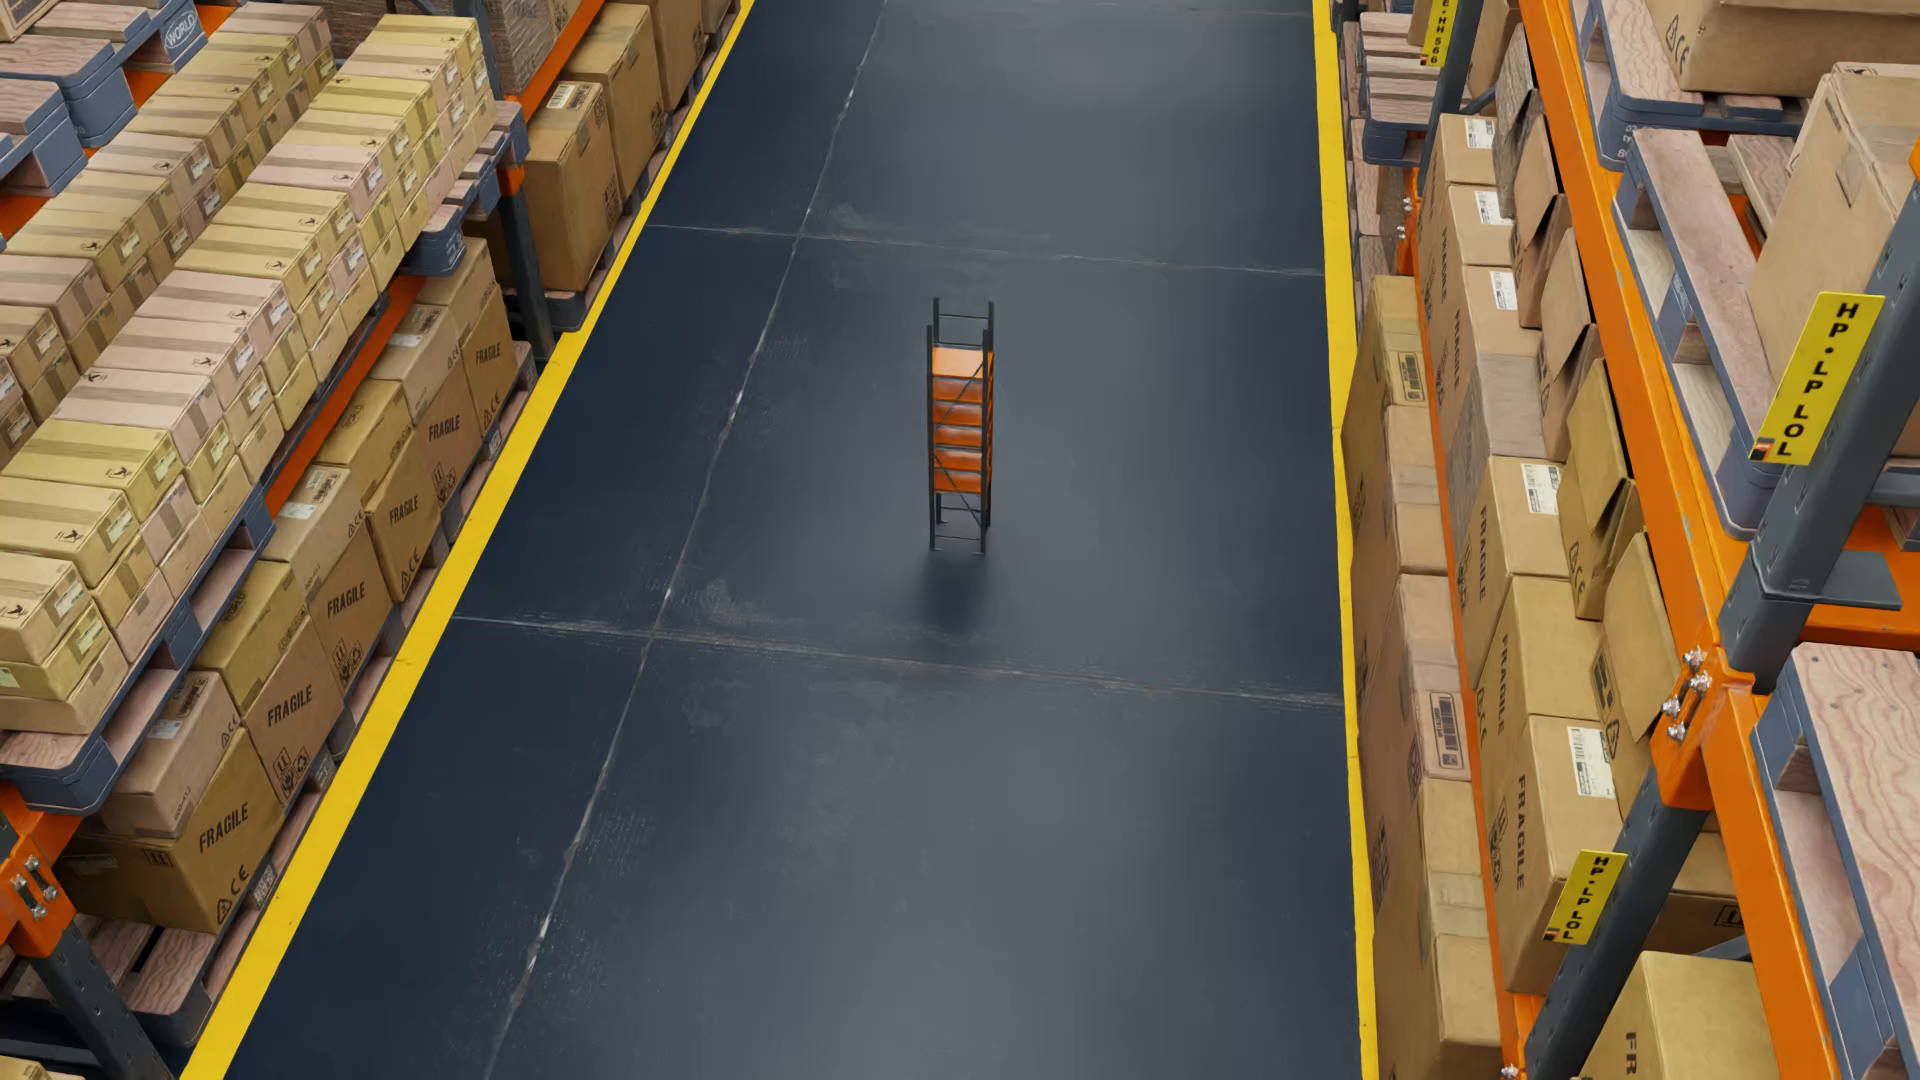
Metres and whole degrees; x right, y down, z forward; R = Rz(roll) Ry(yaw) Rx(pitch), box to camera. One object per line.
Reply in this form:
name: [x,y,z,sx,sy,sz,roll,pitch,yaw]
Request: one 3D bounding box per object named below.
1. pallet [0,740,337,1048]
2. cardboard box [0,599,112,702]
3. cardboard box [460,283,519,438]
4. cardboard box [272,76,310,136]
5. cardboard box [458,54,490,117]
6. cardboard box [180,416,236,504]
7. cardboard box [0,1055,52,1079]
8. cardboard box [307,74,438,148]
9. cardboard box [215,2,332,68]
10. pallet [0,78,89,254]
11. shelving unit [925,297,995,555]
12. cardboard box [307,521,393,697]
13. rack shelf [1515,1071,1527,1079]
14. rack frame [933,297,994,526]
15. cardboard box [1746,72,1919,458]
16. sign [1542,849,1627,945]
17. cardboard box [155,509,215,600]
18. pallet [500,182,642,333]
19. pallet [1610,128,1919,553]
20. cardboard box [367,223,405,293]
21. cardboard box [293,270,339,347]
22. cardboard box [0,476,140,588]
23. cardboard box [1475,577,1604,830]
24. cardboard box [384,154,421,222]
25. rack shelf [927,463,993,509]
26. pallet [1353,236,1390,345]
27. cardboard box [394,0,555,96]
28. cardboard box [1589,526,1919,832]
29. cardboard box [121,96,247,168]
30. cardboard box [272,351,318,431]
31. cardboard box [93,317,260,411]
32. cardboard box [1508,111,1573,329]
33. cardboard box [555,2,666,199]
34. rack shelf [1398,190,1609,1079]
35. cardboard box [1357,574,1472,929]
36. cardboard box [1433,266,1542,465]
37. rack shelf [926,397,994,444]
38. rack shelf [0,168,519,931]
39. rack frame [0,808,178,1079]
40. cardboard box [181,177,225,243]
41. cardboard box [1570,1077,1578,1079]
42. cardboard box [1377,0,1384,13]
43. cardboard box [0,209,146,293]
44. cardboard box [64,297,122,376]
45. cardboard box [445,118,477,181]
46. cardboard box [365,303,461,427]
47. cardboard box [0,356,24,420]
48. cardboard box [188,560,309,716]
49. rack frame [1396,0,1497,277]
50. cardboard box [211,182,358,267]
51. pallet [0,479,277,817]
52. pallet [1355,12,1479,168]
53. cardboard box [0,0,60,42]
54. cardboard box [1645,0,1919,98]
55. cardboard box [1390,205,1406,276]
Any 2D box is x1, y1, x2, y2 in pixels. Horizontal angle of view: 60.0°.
pallet: [-2.944,1.153,5.901,1.003,0.211,1.213,5,44,6]
cardboard box: [-2.538,0.275,4.461,0.380,0.149,0.250,6,44,6]
cardboard box: [-2.345,-0.827,7.477,0.500,0.500,0.500,5,44,5]
cardboard box: [-2.813,-1.728,6.576,0.380,0.149,0.250,7,44,8]
cardboard box: [-2.131,-1.846,6.701,0.380,0.149,0.250,6,44,6]
cardboard box: [-2.438,-0.255,5.021,0.380,0.149,0.250,4,44,4]
cardboard box: [-2.835,1.604,4.732,0.380,0.149,0.250,6,44,7]
cardboard box: [-2.197,-1.607,6.232,0.380,0.149,0.250,6,44,7]
cardboard box: [-2.770,-2.032,6.681,0.380,0.149,0.250,5,44,6]
pallet: [-2.858,-0.761,3.849,1.213,0.211,1.003,5,44,6]
shelving unit: [0.002,-0.446,6.870,0.258,1.200,0.189,5,44,6]
cardboard box: [-2.561,0.228,6.363,0.500,0.500,0.500,6,44,6]
rack shelf: [1.593,2.815,2.641,1.077,0.370,4.000,5,44,6]
rack frame: [0.014,-0.508,6.936,0.240,1.200,0.006,5,44,6]
cardboard box: [1.924,-0.483,3.041,0.700,0.500,0.500,6,44,7]
sign: [1.318,0.756,3.507,0.100,0.325,0.005,5,44,6]
cardboard box: [-2.470,0.024,4.943,0.380,0.149,0.250,6,44,6]
pallet: [-2.338,-1.573,8.780,1.003,0.211,1.213,5,44,6]
pallet: [1.930,-0.458,3.532,0.805,0.209,1.217,4,44,4]
cardboard box: [-2.265,-1.041,6.067,0.380,0.149,0.250,3,44,4]
cardboard box: [-2.333,-0.791,5.587,0.380,0.149,0.250,4,44,5]
cardboard box: [-2.507,-0.023,4.560,0.380,0.149,0.250,6,44,7]
cardboard box: [1.721,0.474,4.517,0.500,0.500,0.500,7,44,7]
cardboard box: [-2.230,-1.314,6.139,0.380,0.149,0.250,5,44,6]
rack shelf: [0.002,-0.239,7.066,0.258,0.103,0.180,5,44,6]
pallet: [2.491,-1.055,8.233,1.003,0.211,1.213,5,44,6]
cardboard box: [-2.190,-2.373,7.524,0.500,0.500,0.500,6,44,6]
cardboard box: [1.934,0.354,3.914,0.797,0.503,0.637,4,44,4]
cardboard box: [-2.875,-1.504,6.124,0.380,0.149,0.250,4,44,4]
cardboard box: [-2.370,-0.507,5.503,0.380,0.149,0.250,5,44,5]
cardboard box: [-2.402,-0.542,5.108,0.380,0.149,0.250,5,44,5]
cardboard box: [2.185,-0.995,5.339,0.797,0.503,0.637,6,44,6]
cardboard box: [-2.235,-2.393,8.949,1.050,0.750,0.750,6,44,6]
rack shelf: [2.122,0.089,5.520,1.077,0.370,4.000,5,44,6]
cardboard box: [2.040,0.763,5.525,1.225,0.875,0.875,4,44,4]
cardboard box: [1.922,-0.564,5.613,0.500,0.500,0.500,5,44,5]
rack shelf: [0.002,-0.500,6.818,0.258,0.103,0.180,5,44,6]
rack shelf: [-2.781,-0.431,6.069,1.077,0.370,4.000,5,44,6]
rack frame: [-3.042,0.671,4.381,0.949,2.616,0.053,5,44,6]
cardboard box: [-2.912,-1.204,6.023,0.380,0.149,0.250,5,44,6]
cardboard box: [1.536,1.434,3.469,0.500,0.250,0.500,5,44,5]
cardboard box: [2.731,-2.774,9.518,0.700,0.500,0.500,5,44,5]
cardboard box: [-2.979,-0.969,5.559,0.380,0.149,0.250,5,44,5]
cardboard box: [-3.018,-0.686,5.476,0.380,0.149,0.250,5,44,6]
cardboard box: [-2.161,-1.569,6.625,0.380,0.149,0.250,5,44,5]
cardboard box: [-2.403,-0.737,6.836,0.500,0.250,0.500,6,44,6]
cardboard box: [-3.081,-0.436,4.995,0.380,0.149,0.250,5,44,5]
cardboard box: [-2.618,0.311,5.729,0.500,0.250,0.500,6,44,7]
rack frame: [2.386,-1.535,6.712,1.000,3.000,0.127,5,44,6]
cardboard box: [-2.300,-1.075,5.671,0.380,0.149,0.250,7,44,8]
pallet: [-2.800,0.233,4.984,1.003,0.211,1.213,5,44,6]
pallet: [2.375,-1.961,7.301,1.213,0.211,1.003,5,44,6]
cardboard box: [-2.711,-1.649,4.270,0.797,0.503,0.637,5,44,5]
cardboard box: [2.137,-1.420,4.028,0.797,0.503,0.637,5,44,5]
cardboard box: [2.455,-1.246,7.904,0.700,0.500,0.500,3,44,3]
